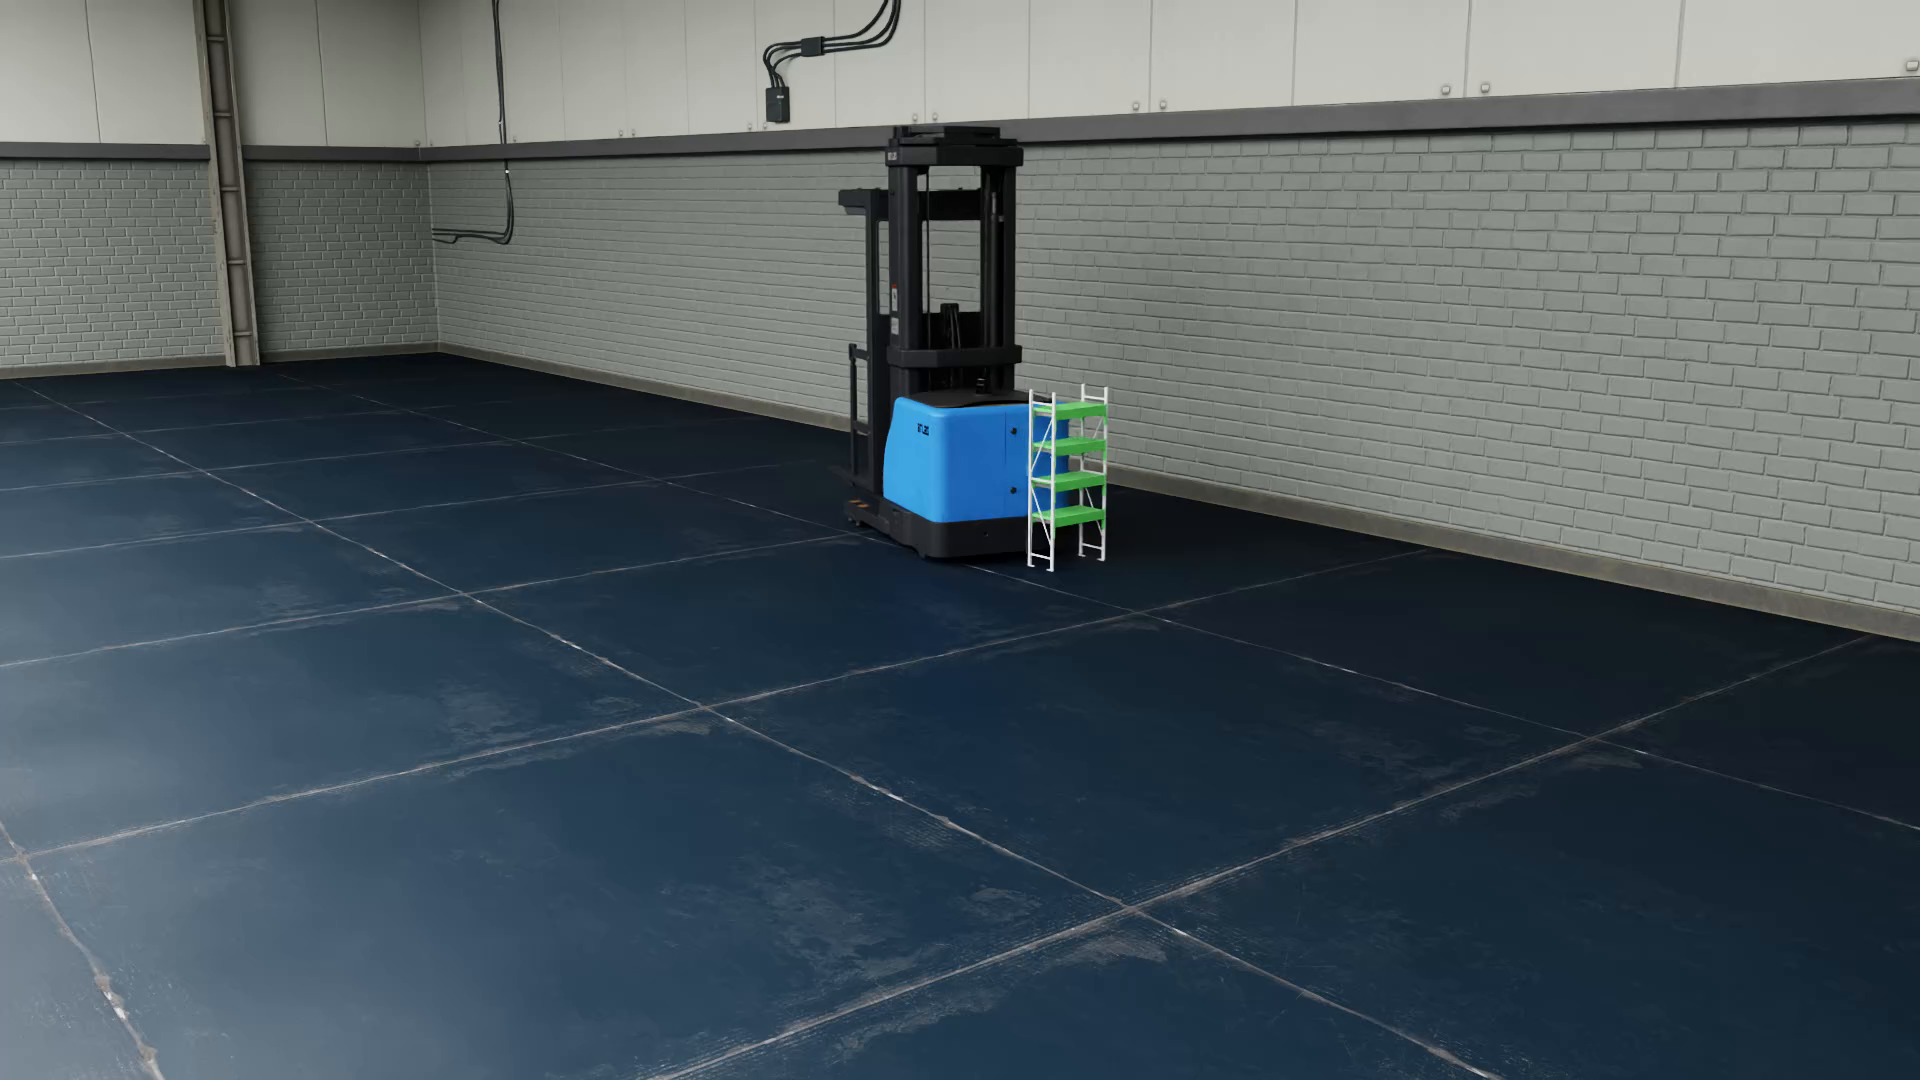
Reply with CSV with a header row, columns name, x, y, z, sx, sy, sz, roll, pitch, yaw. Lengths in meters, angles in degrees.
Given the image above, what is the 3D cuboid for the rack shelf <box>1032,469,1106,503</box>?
name,x,y,z,sx,sy,sz,roll,pitch,yaw
rack shelf,0.731,-0.366,11.272,0.480,0.148,0.258,-10,16,-40

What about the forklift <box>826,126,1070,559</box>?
name,x,y,z,sx,sy,sz,roll,pitch,yaw
forklift,-0.250,-1.569,12.461,1.130,2.935,3.031,-5,13,-21

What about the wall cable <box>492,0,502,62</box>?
name,x,y,z,sx,sy,sz,roll,pitch,yaw
wall cable,-5.552,-7.614,21.640,0.112,2.526,3.097,-9,15,-38

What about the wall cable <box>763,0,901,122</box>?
name,x,y,z,sx,sy,sz,roll,pitch,yaw
wall cable,-1.324,-7.223,16.294,0.169,6.003,2.305,-9,15,-38

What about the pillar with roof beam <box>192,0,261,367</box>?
name,x,y,z,sx,sy,sz,roll,pitch,yaw
pillar with roof beam,-7.679,-6.236,19.830,0.400,9.000,9.100,-9,15,-38

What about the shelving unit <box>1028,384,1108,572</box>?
name,x,y,z,sx,sy,sz,roll,pitch,yaw
shelving unit,0.731,-0.429,11.258,0.503,1.200,0.258,-10,16,-40

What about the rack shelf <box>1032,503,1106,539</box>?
name,x,y,z,sx,sy,sz,roll,pitch,yaw
rack shelf,0.731,-0.131,11.321,0.480,0.148,0.258,-10,16,-40

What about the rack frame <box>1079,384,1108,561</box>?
name,x,y,z,sx,sy,sz,roll,pitch,yaw
rack frame,0.916,-0.462,11.414,0.015,1.200,0.240,-10,16,-40

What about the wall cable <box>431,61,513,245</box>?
name,x,y,z,sx,sy,sz,roll,pitch,yaw
wall cable,-7.242,-5.583,24.231,0.112,2.526,3.097,-9,15,-38

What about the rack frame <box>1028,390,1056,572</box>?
name,x,y,z,sx,sy,sz,roll,pitch,yaw
rack frame,0.546,-0.396,11.103,0.015,1.200,0.240,-10,16,-40

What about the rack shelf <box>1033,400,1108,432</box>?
name,x,y,z,sx,sy,sz,roll,pitch,yaw
rack shelf,0.731,-0.836,11.172,0.480,0.148,0.258,-10,16,-40

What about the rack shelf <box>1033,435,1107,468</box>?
name,x,y,z,sx,sy,sz,roll,pitch,yaw
rack shelf,0.731,-0.601,11.222,0.480,0.148,0.258,-10,16,-40
